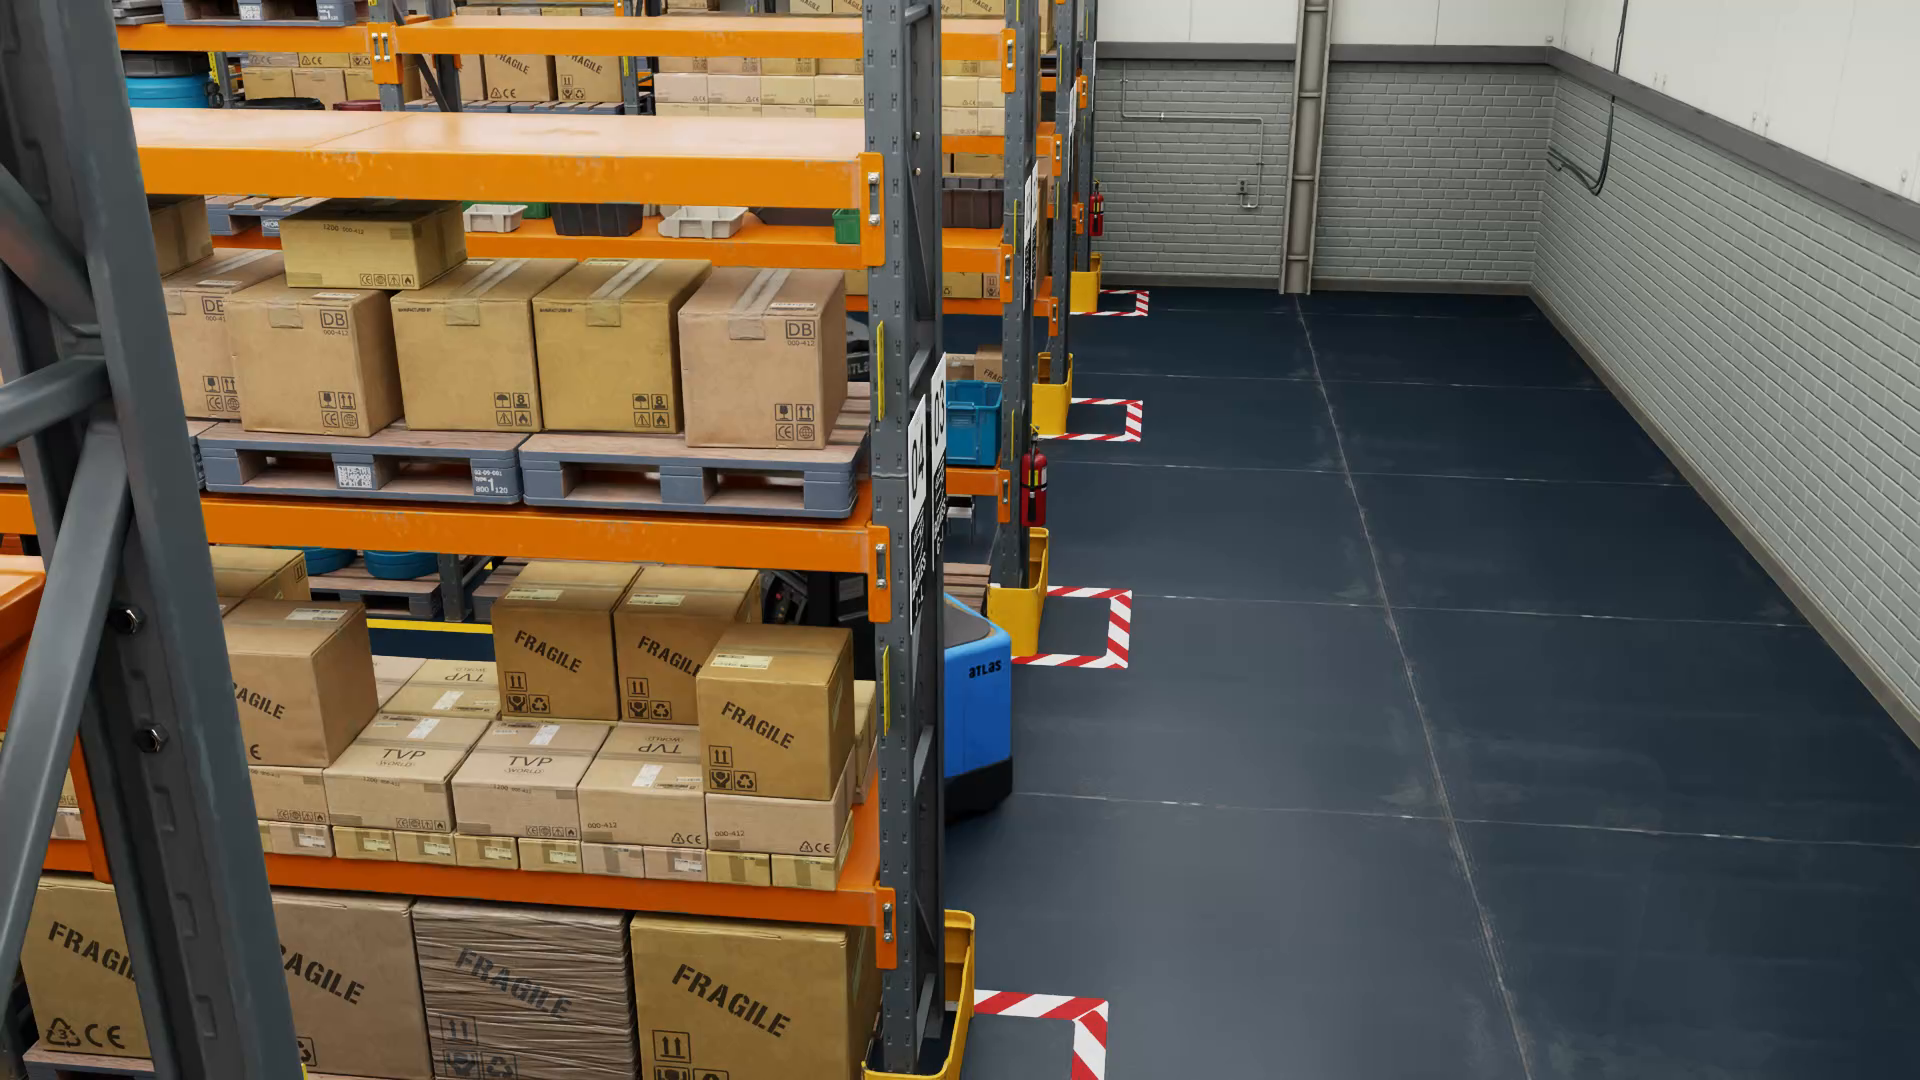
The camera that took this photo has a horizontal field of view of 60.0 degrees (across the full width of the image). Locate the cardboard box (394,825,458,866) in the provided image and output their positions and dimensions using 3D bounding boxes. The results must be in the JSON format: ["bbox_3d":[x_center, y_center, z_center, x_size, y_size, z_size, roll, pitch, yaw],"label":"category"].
[{"bbox_3d":[-2.100,1.156,6.777,0.250,0.149,0.380,3,22,7],"label":"cardboard box"}]

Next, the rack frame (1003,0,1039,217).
[{"bbox_3d":[0.394,-3.597,10.300,0.127,3.000,1.000,2,22,6],"label":"rack frame"}]

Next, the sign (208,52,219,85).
[{"bbox_3d":[-7.038,-4.432,15.679,0.005,0.325,0.100,2,22,6],"label":"sign"}]

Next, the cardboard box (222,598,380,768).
[{"bbox_3d":[-2.711,0.569,6.699,0.500,0.500,0.500,2,22,5],"label":"cardboard box"}]

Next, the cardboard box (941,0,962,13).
[{"bbox_3d":[-0.214,-6.318,19.737,0.500,0.500,0.500,2,22,4],"label":"cardboard box"}]

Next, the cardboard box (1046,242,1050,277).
[{"bbox_3d":[0.853,-3.451,20.918,0.500,0.500,0.700,2,22,6],"label":"cardboard box"}]

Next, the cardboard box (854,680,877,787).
[{"bbox_3d":[-0.634,0.813,7.103,0.500,0.250,0.500,2,22,5],"label":"cardboard box"}]

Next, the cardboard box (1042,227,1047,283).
[{"bbox_3d":[0.571,-2.778,16.250,0.500,0.500,0.500,3,22,7],"label":"cardboard box"}]

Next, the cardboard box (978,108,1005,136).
[{"bbox_3d":[0.439,-3.867,15.265,0.500,0.250,0.500,2,22,6],"label":"cardboard box"}]

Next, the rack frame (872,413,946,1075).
[{"bbox_3d":[-0.189,1.001,6.829,0.127,3.000,1.000,2,22,6],"label":"rack frame"}]

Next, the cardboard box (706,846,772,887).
[{"bbox_3d":[-0.840,1.212,6.637,0.250,0.149,0.380,3,22,7],"label":"cardboard box"}]

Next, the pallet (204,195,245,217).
[{"bbox_3d":[-5.923,-1.470,9.254,1.331,0.211,5.837,3,22,9],"label":"pallet"}]

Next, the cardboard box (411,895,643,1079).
[{"bbox_3d":[-1.738,1.756,7.238,0.875,0.875,0.875,2,22,6],"label":"cardboard box"}]

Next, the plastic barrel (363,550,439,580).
[{"bbox_3d":[-4.117,-0.230,12.224,0.708,0.901,0.600,2,22,6],"label":"plastic barrel"}]

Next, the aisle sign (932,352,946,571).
[{"bbox_3d":[-0.083,-0.315,6.620,0.004,0.787,0.394,2,22,6],"label":"aisle sign"}]

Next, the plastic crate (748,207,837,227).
[{"bbox_3d":[-1.091,-2.340,11.284,0.767,0.338,0.504,2,22,6],"label":"plastic crate"}]

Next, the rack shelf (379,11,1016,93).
[{"bbox_3d":[-1.593,-3.163,10.724,4.000,0.370,1.077,2,22,6],"label":"rack shelf"}]

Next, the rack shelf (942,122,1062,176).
[{"bbox_3d":[-1.006,-3.763,15.776,4.000,0.370,1.077,2,22,6],"label":"rack shelf"}]

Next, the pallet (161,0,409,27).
[{"bbox_3d":[-4.404,-3.521,10.908,1.213,0.211,1.003,2,22,6],"label":"pallet"}]

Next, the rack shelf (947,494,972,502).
[{"bbox_3d":[0.008,-0.387,13.286,0.200,0.077,0.258,2,22,6],"label":"rack shelf"}]

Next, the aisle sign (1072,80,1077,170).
[{"bbox_3d":[1.083,-3.929,15.762,0.004,0.787,0.394,2,22,6],"label":"aisle sign"}]

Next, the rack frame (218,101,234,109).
[{"bbox_3d":[-6.964,-2.962,16.852,0.127,3.000,1.000,2,22,6],"label":"rack frame"}]

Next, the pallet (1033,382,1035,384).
[{"bbox_3d":[0.113,-1.356,16.584,1.213,0.211,1.003,2,22,6],"label":"pallet"}]

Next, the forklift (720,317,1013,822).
[{"bbox_3d":[-1.217,0.295,8.706,3.031,2.935,1.130,-13,25,-30],"label":"forklift"}]

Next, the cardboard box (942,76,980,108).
[{"bbox_3d":[-0.056,-4.124,15.236,0.500,0.250,0.500,2,22,6],"label":"cardboard box"}]

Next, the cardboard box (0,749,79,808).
[{"bbox_3d":[-3.726,0.875,6.946,0.500,0.250,0.500,2,22,5],"label":"cardboard box"}]

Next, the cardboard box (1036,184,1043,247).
[{"bbox_3d":[0.506,-3.046,15.569,0.500,0.500,0.500,2,22,6],"label":"cardboard box"}]

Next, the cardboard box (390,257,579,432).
[{"bbox_3d":[-1.776,-0.758,6.355,0.500,0.500,0.700,1,22,3],"label":"cardboard box"}]

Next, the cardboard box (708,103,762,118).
[{"bbox_3d":[-2.042,-3.980,15.550,0.500,0.250,0.500,2,22,6],"label":"cardboard box"}]

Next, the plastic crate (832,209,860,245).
[{"bbox_3d":[-0.619,-2.042,10.734,0.336,0.188,0.450,2,22,6],"label":"plastic crate"}]

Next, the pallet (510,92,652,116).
[{"bbox_3d":[-3.631,-4.150,16.034,1.003,0.211,1.213,2,22,6],"label":"pallet"}]

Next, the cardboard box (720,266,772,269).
[{"bbox_3d":[-2.009,-2.693,16.035,0.500,0.500,0.500,3,22,7],"label":"cardboard box"}]

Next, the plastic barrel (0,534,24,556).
[{"bbox_3d":[-7.063,-0.325,12.562,0.708,0.830,0.600,2,22,6],"label":"plastic barrel"}]

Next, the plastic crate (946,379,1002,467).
[{"bbox_3d":[0.039,-0.798,11.249,0.499,0.435,0.616,2,22,6],"label":"plastic crate"}]

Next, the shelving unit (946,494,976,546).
[{"bbox_3d":[0.008,-0.418,13.273,0.210,0.900,0.258,2,22,6],"label":"shelving unit"}]

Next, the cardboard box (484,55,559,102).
[{"bbox_3d":[-4.150,-4.541,15.924,0.600,0.600,0.600,2,22,6],"label":"cardboard box"}]

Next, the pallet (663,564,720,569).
[{"bbox_3d":[-1.629,0.386,12.177,1.213,0.211,1.003,2,22,6],"label":"pallet"}]

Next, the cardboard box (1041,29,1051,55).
[{"bbox_3d":[0.801,-5.926,19.767,0.500,0.250,0.500,3,22,8],"label":"cardboard box"}]

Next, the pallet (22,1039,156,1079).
[{"bbox_3d":[-3.416,2.186,7.624,1.213,0.211,1.003,2,22,6],"label":"pallet"}]

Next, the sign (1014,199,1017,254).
[{"bbox_3d":[0.345,-1.952,10.361,0.005,0.325,0.100,2,22,6],"label":"sign"}]

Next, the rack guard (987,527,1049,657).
[{"bbox_3d":[0.419,0.351,11.872,0.348,0.500,1.175,2,22,6],"label":"rack guard"}]

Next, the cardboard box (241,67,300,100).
[{"bbox_3d":[-6.527,-4.397,16.266,0.500,0.500,0.910,2,22,6],"label":"cardboard box"}]

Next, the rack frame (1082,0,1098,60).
[{"bbox_3d":[1.560,-7.215,19.449,0.127,3.000,1.000,2,22,6],"label":"rack frame"}]

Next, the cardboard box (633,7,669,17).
[{"bbox_3d":[-3.834,-6.322,20.538,0.500,0.500,0.700,2,22,5],"label":"cardboard box"}]

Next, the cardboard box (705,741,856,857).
[{"bbox_3d":[-0.702,1.008,6.609,0.500,0.250,0.500,2,22,5],"label":"cardboard box"}]

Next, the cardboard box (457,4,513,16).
[{"bbox_3d":[-5.906,-6.417,20.777,0.500,0.500,0.700,1,22,2],"label":"cardboard box"}]

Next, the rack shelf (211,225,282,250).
[{"bbox_3d":[-5.565,-2.128,11.640,4.000,0.370,1.077,2,22,6],"label":"rack shelf"}]

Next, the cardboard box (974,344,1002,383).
[{"bbox_3d":[0.411,-1.592,16.187,0.500,0.500,0.500,2,22,6],"label":"cardboard box"}]

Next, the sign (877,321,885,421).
[{"bbox_3d":[-0.267,-0.572,5.629,0.005,0.325,0.100,2,22,6],"label":"sign"}]

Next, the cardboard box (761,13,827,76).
[{"bbox_3d":[-1.527,-4.595,15.408,0.500,0.500,0.700,2,22,6],"label":"cardboard box"}]

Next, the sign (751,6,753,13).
[{"bbox_3d":[-2.467,-6.181,19.783,0.005,0.325,0.100,2,22,6],"label":"sign"}]

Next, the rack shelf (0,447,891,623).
[{"bbox_3d":[-2.175,-0.146,6.628,4.000,0.370,1.077,2,22,6],"label":"rack shelf"}]

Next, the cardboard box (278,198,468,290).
[{"bbox_3d":[-2.194,-1.122,6.256,0.500,0.250,0.500,2,22,5],"label":"cardboard box"}]

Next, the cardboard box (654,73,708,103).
[{"bbox_3d":[-2.538,-4.235,15.516,0.500,0.250,0.500,2,22,6],"label":"cardboard box"}]
